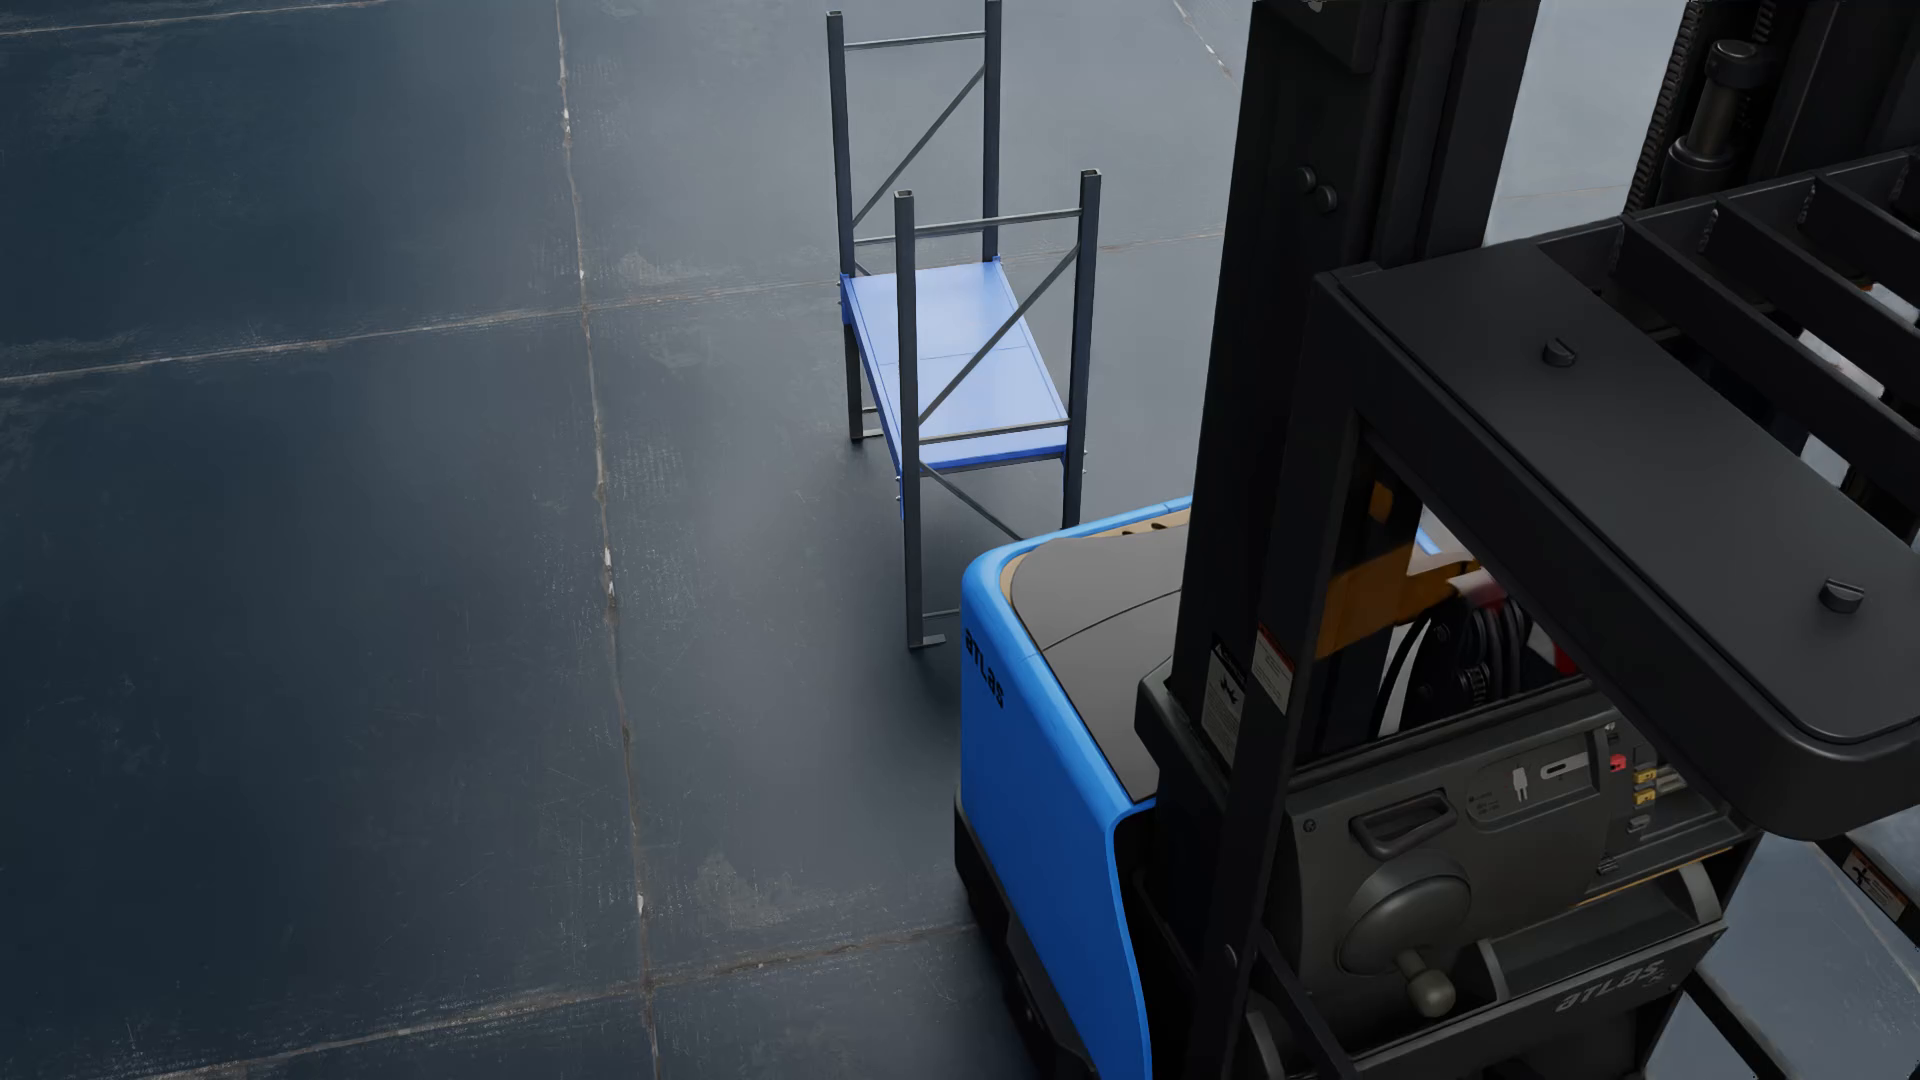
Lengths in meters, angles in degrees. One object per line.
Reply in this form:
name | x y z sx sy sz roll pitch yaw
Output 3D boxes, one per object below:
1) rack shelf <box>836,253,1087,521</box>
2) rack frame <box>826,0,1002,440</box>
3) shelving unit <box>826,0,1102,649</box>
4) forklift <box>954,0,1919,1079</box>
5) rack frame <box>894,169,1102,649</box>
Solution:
rack shelf | -0.018 -0.482 4.934 0.538 0.185 1.000 -8 42 -9
rack frame | -0.128 -0.946 5.186 0.500 1.500 0.032 -8 42 -9
shelving unit | -0.018 -0.616 4.814 0.538 1.500 1.048 -8 42 -9
forklift | 1.006 0.529 2.446 1.130 2.935 3.031 -15 44 -16
rack frame | 0.091 -0.287 4.443 0.500 1.500 0.032 -8 42 -9
